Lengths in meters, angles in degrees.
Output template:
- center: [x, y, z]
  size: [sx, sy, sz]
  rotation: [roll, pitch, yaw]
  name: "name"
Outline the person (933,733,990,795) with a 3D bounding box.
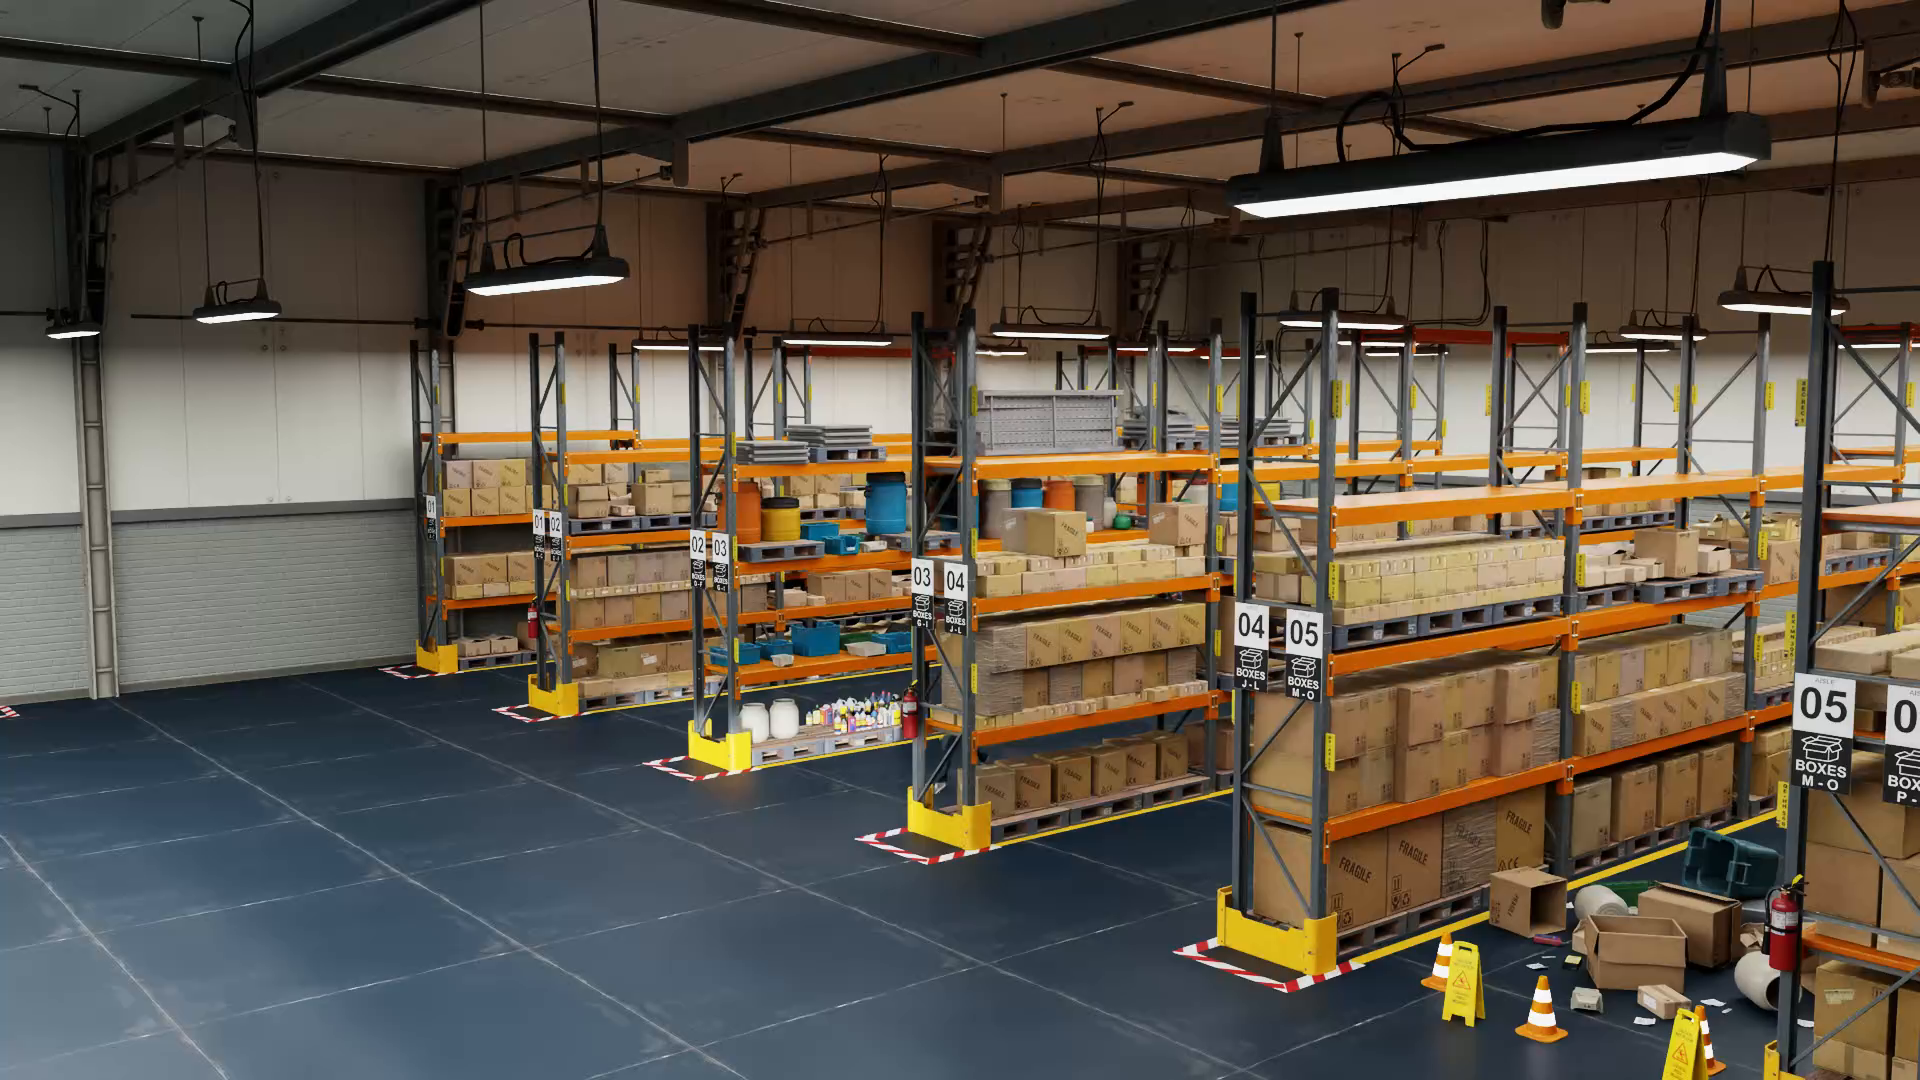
- center: [0.021, 2.405, 21.329]
  size: [0.506, 1.598, 1.035]
  rotation: [4, 7, 39]
  name: "person"
